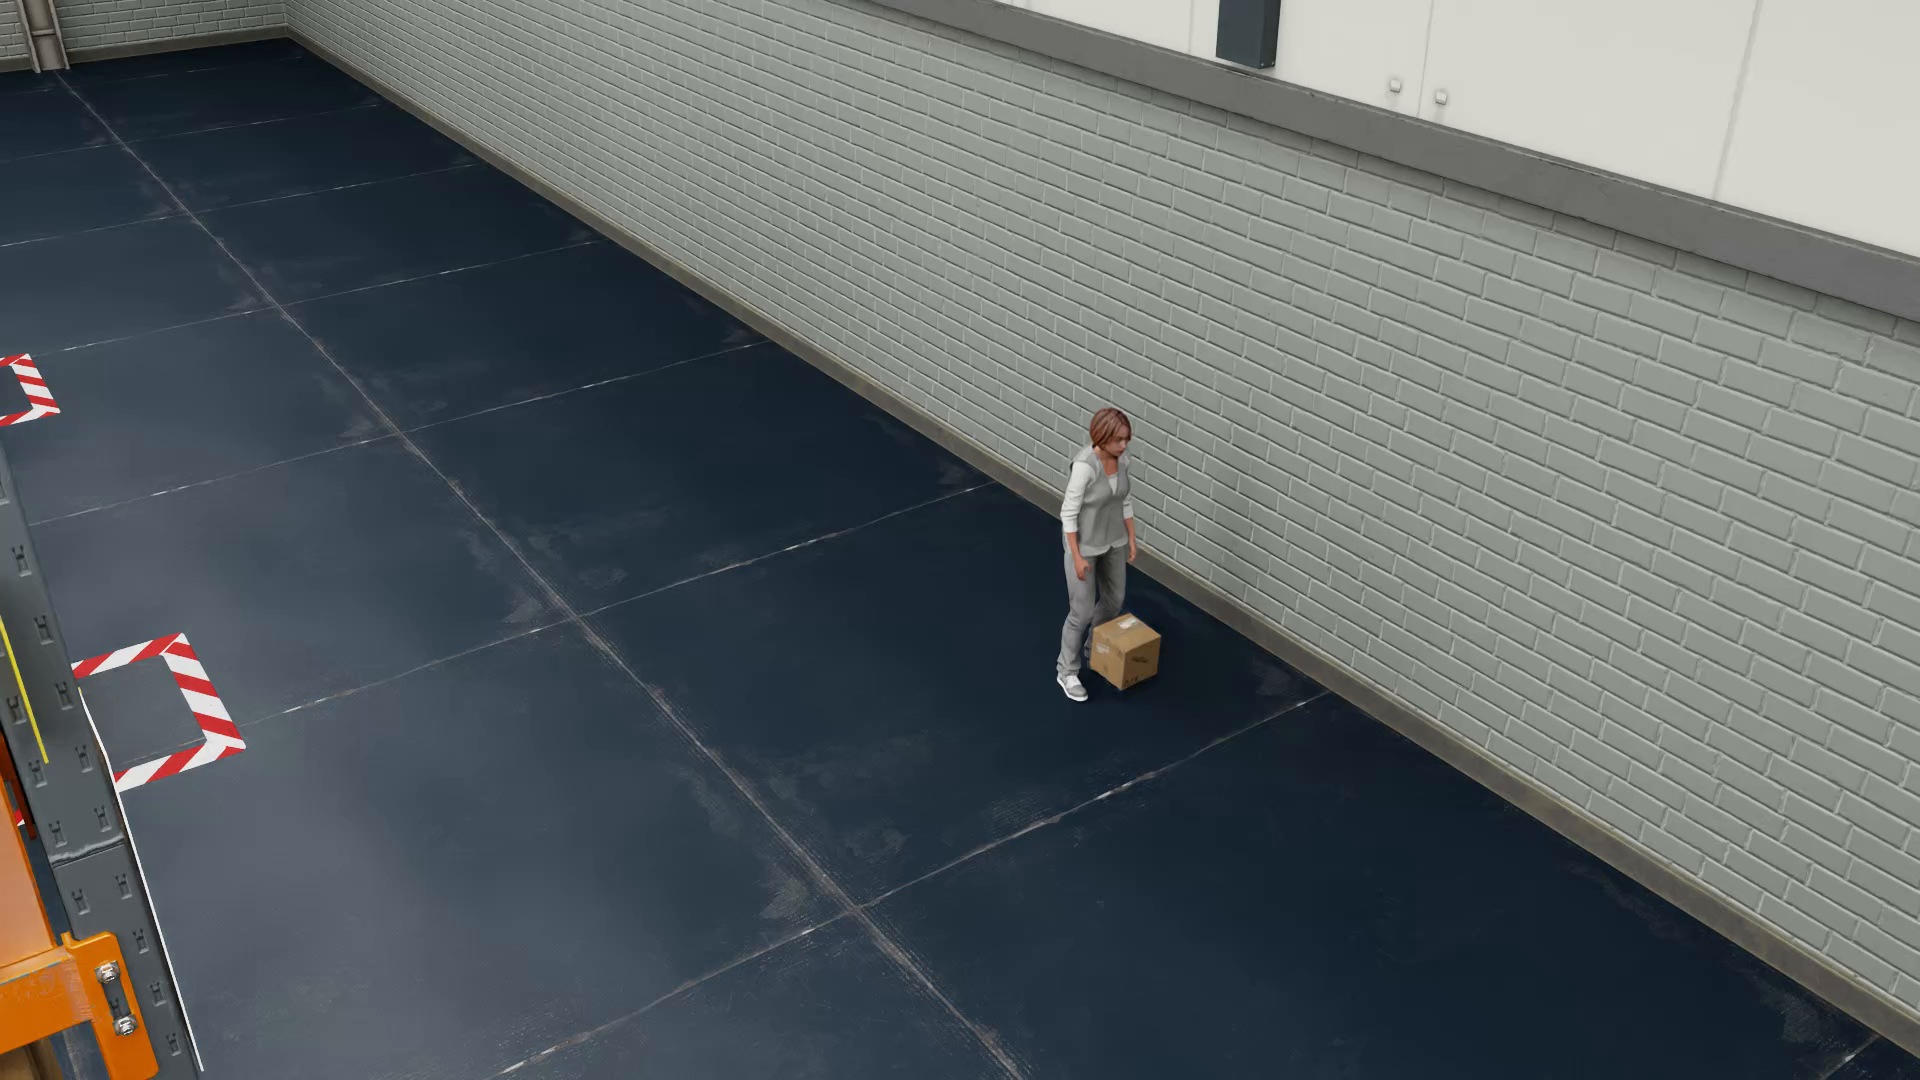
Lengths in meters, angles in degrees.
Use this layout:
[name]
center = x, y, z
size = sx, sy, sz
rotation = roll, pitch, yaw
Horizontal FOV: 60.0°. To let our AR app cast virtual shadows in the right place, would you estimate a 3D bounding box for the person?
[person]
center = 0.706, 0.043, 8.556
size = 0.456, 1.596, 0.338
rotation = -20, 35, -32
